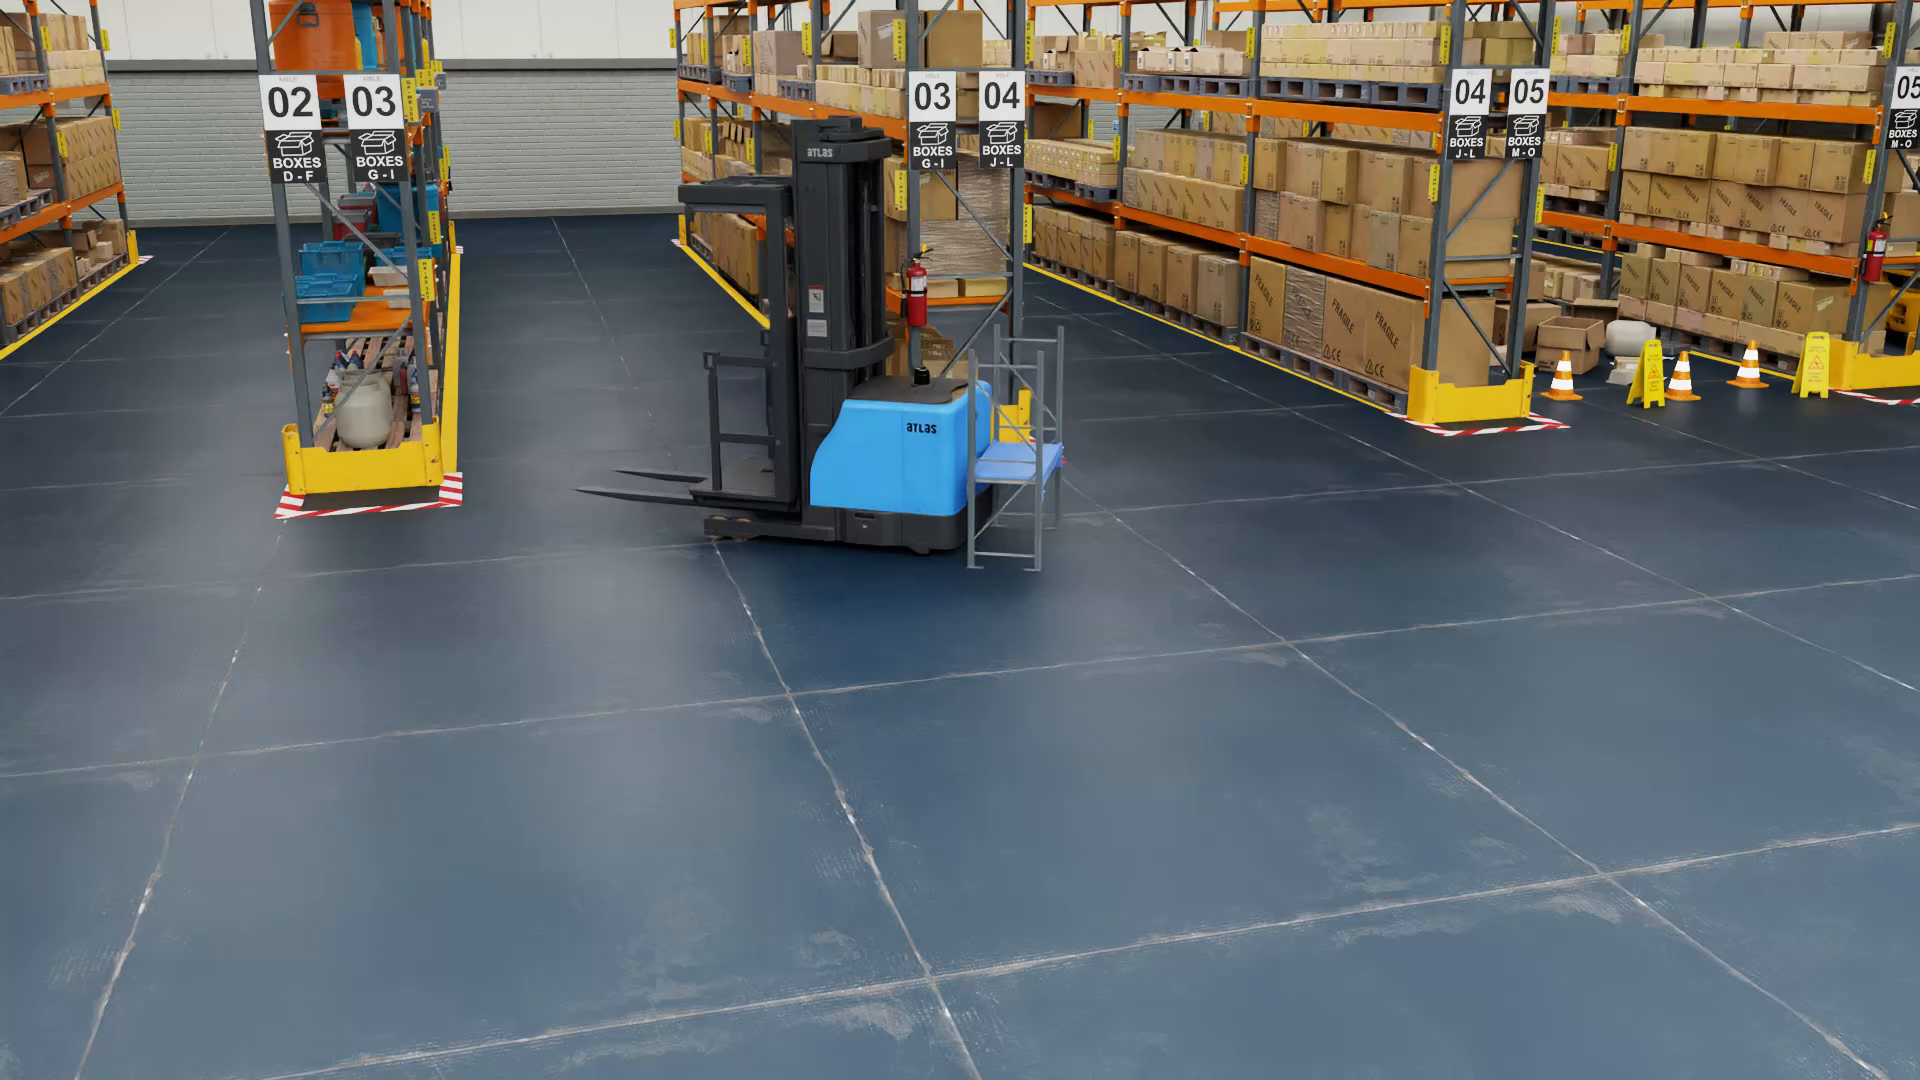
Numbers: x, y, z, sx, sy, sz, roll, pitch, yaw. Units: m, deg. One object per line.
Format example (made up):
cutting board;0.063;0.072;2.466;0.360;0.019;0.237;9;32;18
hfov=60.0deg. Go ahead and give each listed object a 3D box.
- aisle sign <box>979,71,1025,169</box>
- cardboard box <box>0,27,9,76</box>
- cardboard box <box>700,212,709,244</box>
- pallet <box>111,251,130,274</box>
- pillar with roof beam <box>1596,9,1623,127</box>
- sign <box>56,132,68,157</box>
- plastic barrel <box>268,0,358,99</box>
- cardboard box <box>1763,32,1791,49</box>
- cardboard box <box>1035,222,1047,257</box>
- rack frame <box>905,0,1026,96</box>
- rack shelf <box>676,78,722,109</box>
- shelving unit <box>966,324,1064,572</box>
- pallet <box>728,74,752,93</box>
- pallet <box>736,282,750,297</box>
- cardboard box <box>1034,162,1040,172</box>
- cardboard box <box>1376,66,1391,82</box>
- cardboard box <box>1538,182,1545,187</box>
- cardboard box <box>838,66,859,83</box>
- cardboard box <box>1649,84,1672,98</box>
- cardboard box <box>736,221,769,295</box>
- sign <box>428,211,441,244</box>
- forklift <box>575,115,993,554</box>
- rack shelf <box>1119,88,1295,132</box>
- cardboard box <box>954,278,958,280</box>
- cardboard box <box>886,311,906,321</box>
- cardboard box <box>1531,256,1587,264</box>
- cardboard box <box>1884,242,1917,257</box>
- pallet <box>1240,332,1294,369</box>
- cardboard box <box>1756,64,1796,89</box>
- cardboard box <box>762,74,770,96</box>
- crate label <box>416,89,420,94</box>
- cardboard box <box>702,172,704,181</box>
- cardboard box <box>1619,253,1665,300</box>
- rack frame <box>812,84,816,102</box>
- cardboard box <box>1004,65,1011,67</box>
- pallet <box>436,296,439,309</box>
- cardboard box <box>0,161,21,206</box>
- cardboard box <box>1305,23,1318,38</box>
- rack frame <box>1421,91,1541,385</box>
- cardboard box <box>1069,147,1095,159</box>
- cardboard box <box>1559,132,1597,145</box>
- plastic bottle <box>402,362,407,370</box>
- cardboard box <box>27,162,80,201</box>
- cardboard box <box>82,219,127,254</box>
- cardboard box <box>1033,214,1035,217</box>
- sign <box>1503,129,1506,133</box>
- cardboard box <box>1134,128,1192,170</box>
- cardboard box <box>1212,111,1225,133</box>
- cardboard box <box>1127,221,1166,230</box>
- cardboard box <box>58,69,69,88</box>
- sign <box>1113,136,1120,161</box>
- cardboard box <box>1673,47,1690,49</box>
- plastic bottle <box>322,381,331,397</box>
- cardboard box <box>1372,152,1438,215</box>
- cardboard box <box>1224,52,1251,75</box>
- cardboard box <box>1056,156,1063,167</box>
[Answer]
aisle sign;0.351;-3.508;13.898;0.394;0.787;0.004;-5;17;-15
cardboard box;-12.505;-6.199;21.083;0.600;0.600;0.600;-5;17;-16
cardboard box;-3.849;-5.443;27.823;0.875;0.875;0.875;-5;17;-15
pallet;-13.637;-4.323;25.977;1.003;0.211;1.213;-5;17;-15
pillar with roof beam;7.584;-9.549;28.101;9.100;9.000;0.400;-5;17;-15
sign;-12.246;-5.393;22.679;0.100;0.325;0.005;-5;17;-15
plastic barrel;-4.973;-3.833;12.807;0.600;0.830;0.708;-5;17;-15
cardboard box;12.112;-7.160;24.283;0.500;0.500;0.500;-5;17;-15
cardboard box;1.492;-4.719;26.062;0.500;0.500;0.500;-4;17;-13
rack frame;0.045;-5.130;13.387;1.000;3.000;0.127;-5;17;-15
rack shelf;-3.802;-7.221;26.814;1.077;0.370;4.000;-5;17;-15
shelving unit;0.396;-0.664;11.555;0.538;1.500;1.048;3;17;10
pallet;-2.381;-5.989;21.791;1.213;0.211;1.003;-4;17;-13
pallet;-2.629;-3.695;23.885;1.003;0.211;1.213;-5;17;-15
cardboard box;1.357;-5.730;25.520;0.380;0.149;0.250;-5;17;-15
cardboard box;4.216;-4.462;15.911;0.380;0.149;0.250;-5;17;-15
cardboard box;7.801;-4.631;21.862;0.380;0.149;0.250;-5;17;-15
cardboard box;-0.970;-4.514;16.120;0.380;0.149;0.250;-5;17;-16
cardboard box;8.340;-5.280;19.538;0.380;0.149;0.250;-5;17;-15
cardboard box;-2.323;-3.845;22.503;1.225;0.875;0.875;-6;18;-18
sign;-5.284;-3.144;16.725;0.100;0.325;0.005;-5;17;-15
forklift;-1.335;-1.530;11.952;3.031;2.935;1.130;5;17;16
rack shelf;3.193;-5.372;20.660;1.077;0.370;4.000;-5;17;-15
cardboard box;0.146;-2.305;14.847;0.380;0.149;0.250;-5;17;-15
cardboard box;-0.818;-2.095;17.328;0.500;0.500;0.500;1;17;2
cardboard box;7.934;-3.625;22.643;0.950;0.372;0.625;-4;17;-13
cardboard box;9.680;-3.030;17.262;0.380;0.149;0.250;-5;17;-15
pallet;3.877;-2.175;18.826;1.003;0.211;1.213;-5;17;-15
cardboard box;8.890;-4.950;17.746;0.500;0.250;0.500;-4;17;-14
cardboard box;-2.128;-5.542;20.234;0.500;0.250;0.500;-4;17;-14
crate label;-4.914;-3.774;14.347;0.502;0.251;0.408;-5;17;-15
cardboard box;-3.863;-5.727;26.241;0.380;0.149;0.250;-4;17;-14
cardboard box;8.377;-3.205;20.155;0.500;0.500;0.500;-4;17;-13
rack frame;-1.054;-3.363;17.933;1.000;3.000;0.127;-5;17;-15
cardboard box;1.024;-7.558;26.946;0.500;0.250;0.500;-5;17;-15
pallet;-7.172;-2.957;21.429;1.003;0.211;1.213;-5;17;-15
cardboard box;-12.028;-4.370;20.381;0.700;0.500;0.500;-1;17;-5
cardboard box;3.798;-5.265;17.198;0.380;0.149;0.250;-5;17;-15
rack frame;4.842;-2.621;15.463;1.000;3.000;0.127;-5;17;-15
cardboard box;1.792;-5.581;23.992;0.380;0.149;0.250;-5;17;-15
cardboard box;7.929;-5.148;21.328;0.380;0.149;0.250;-5;17;-17
plastic bottle;-5.312;-1.568;15.915;0.061;0.283;0.133;-5;17;-15
cardboard box;-12.656;-5.004;23.223;0.500;0.500;0.500;-4;17;-14
cardboard box;-13.491;-4.783;26.240;0.500;0.500;0.500;-5;17;-15
cardboard box;1.420;-5.390;27.872;0.380;0.149;0.250;-5;17;-17
sign;7.895;-5.815;24.222;0.100;0.325;0.005;-5;17;-15
cardboard box;2.757;-5.235;22.255;0.700;0.500;0.500;-5;17;-16
cardboard box;5.035;-7.837;30.917;0.500;0.500;0.500;-5;17;-16
cardboard box;2.687;-4.407;23.719;0.500;0.250;0.500;-6;18;-18
cardboard box;-12.807;-6.451;23.261;0.500;0.250;0.500;-5;17;-15
sign;2.125;-5.305;22.523;0.100;0.325;0.005;-5;17;-15
cardboard box;11.483;-7.706;26.227;0.380;0.149;0.250;-5;17;-16
plastic bottle;-5.693;-1.279;14.953;0.061;0.283;0.133;-4;17;-14
cardboard box;4.538;-3.460;16.120;0.875;0.550;0.550;-5;17;-15
cardboard box;3.395;-5.524;19.270;0.500;0.250;0.500;-5;17;-15
cardboard box;1.642;-5.585;24.522;0.380;0.149;0.250;-5;17;-16
